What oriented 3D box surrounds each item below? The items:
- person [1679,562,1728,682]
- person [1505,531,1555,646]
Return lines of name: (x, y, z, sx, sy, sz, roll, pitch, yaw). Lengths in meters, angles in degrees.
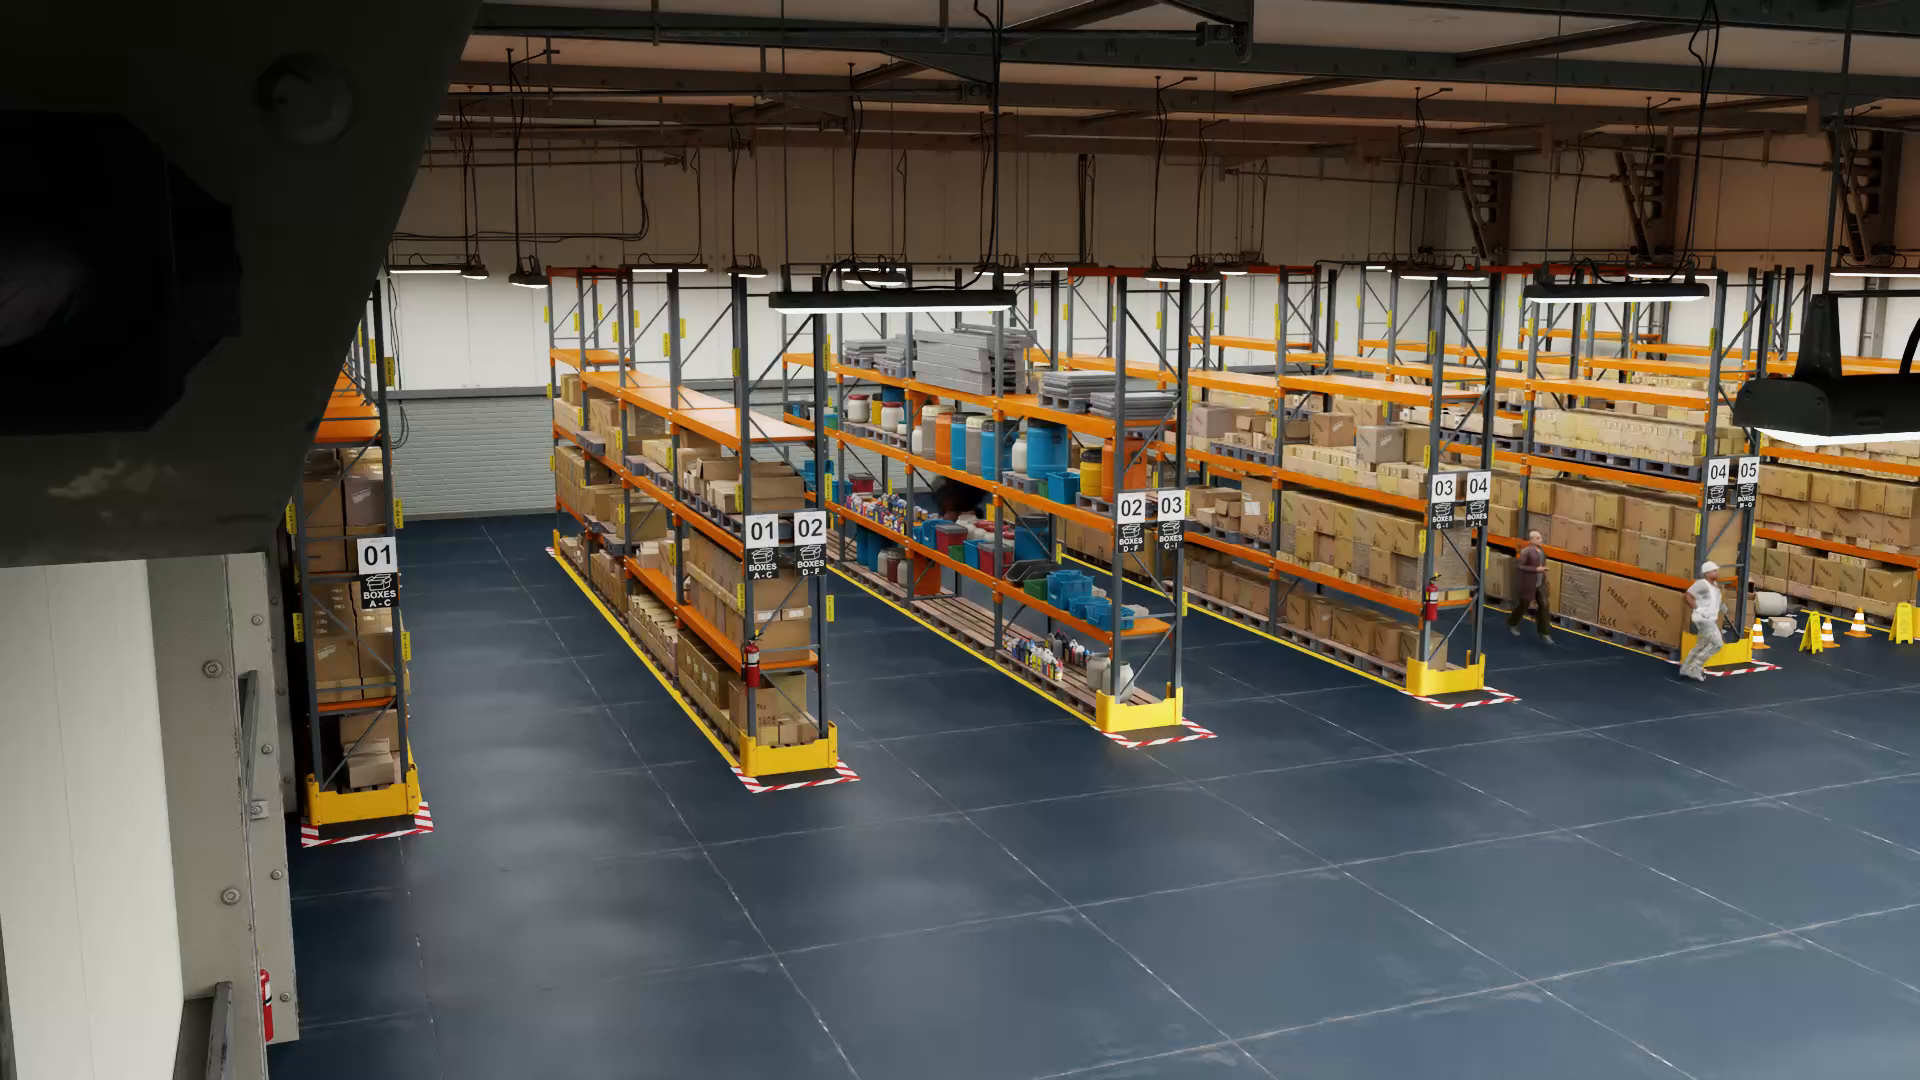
person: (11.080, 1.202, 24.698, 0.592, 1.777, 0.719, 8, 12, 37)
person: (9.302, 0.791, 27.131, 0.696, 1.745, 0.950, -5, 11, -25)
